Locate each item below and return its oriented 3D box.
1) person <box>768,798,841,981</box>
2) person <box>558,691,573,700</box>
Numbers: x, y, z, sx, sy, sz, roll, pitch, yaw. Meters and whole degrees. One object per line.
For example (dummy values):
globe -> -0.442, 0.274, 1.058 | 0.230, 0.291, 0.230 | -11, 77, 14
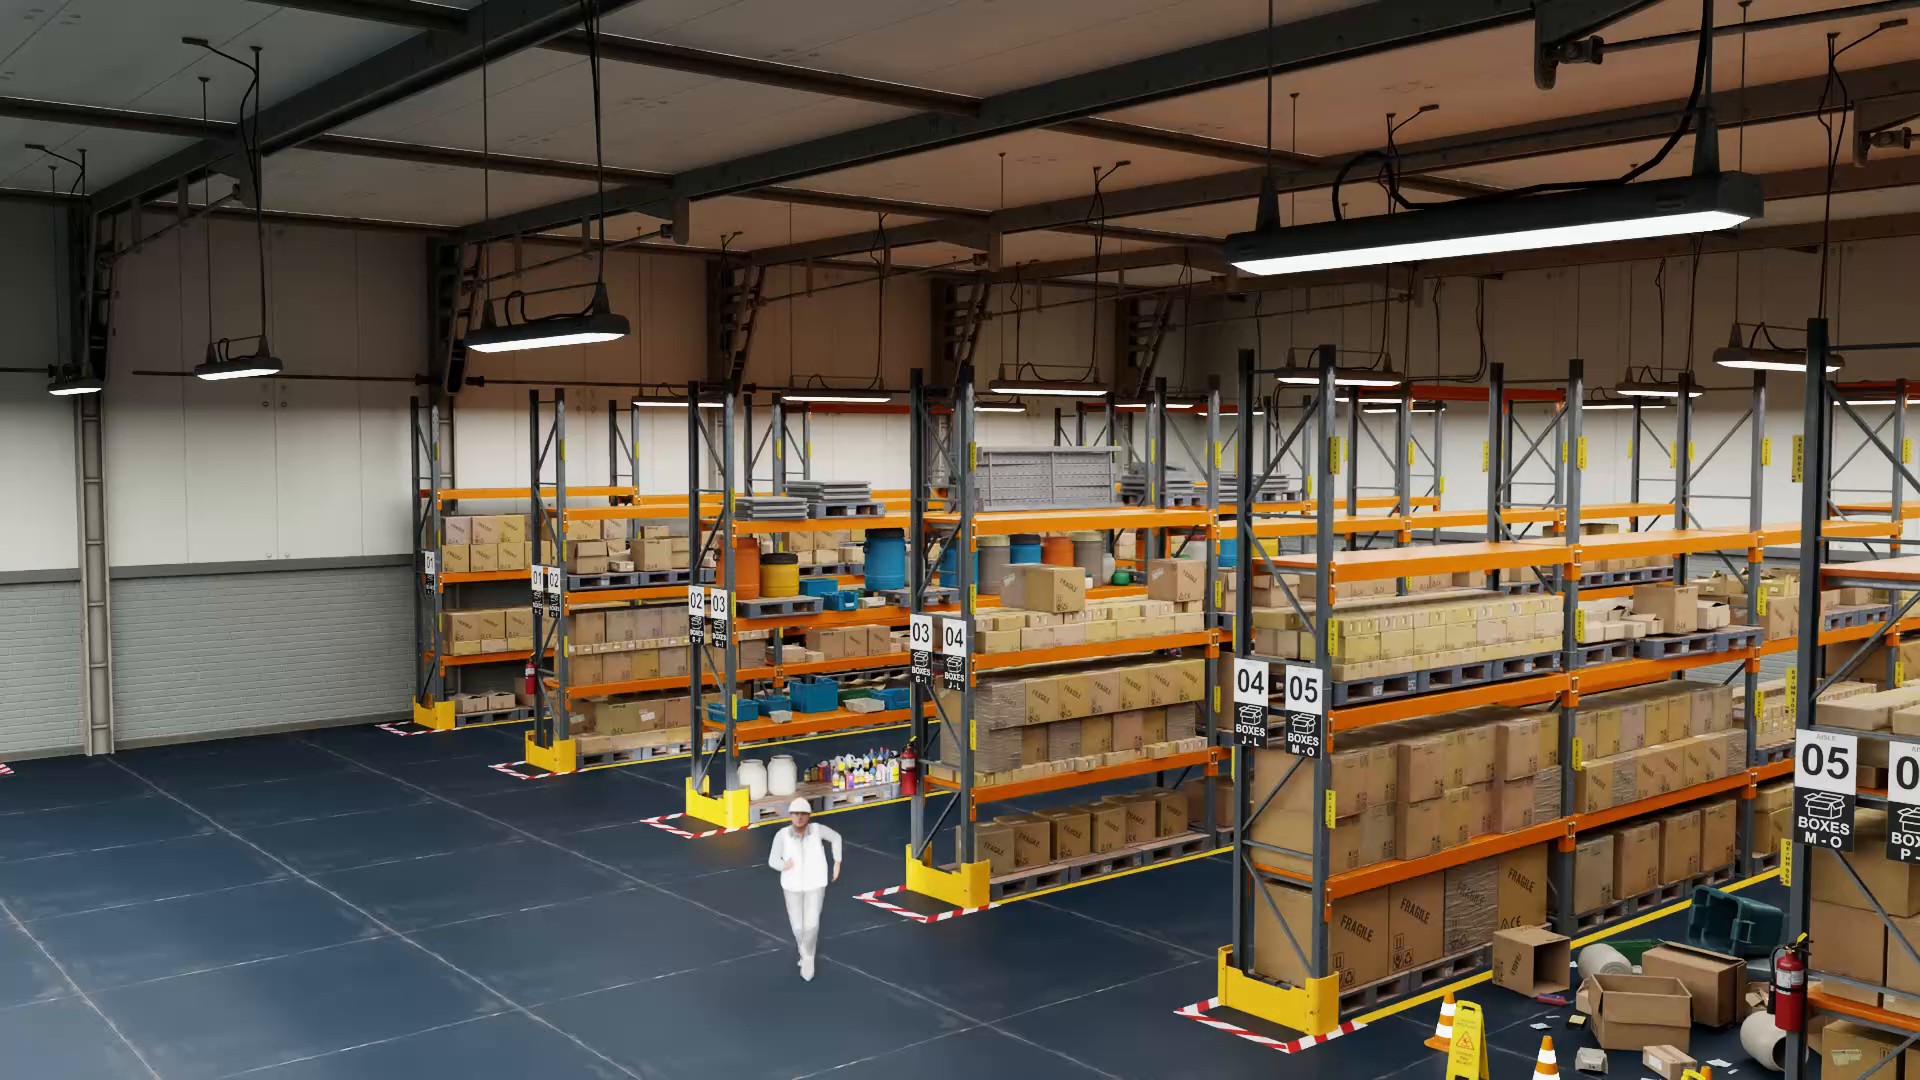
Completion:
person -> -1.491, 3.335, 15.981 | 0.682, 1.761, 0.804 | 0, 3, -1
person -> -6.738, 2.654, 28.630 | 0.630, 1.666, 0.539 | 3, 4, 37
